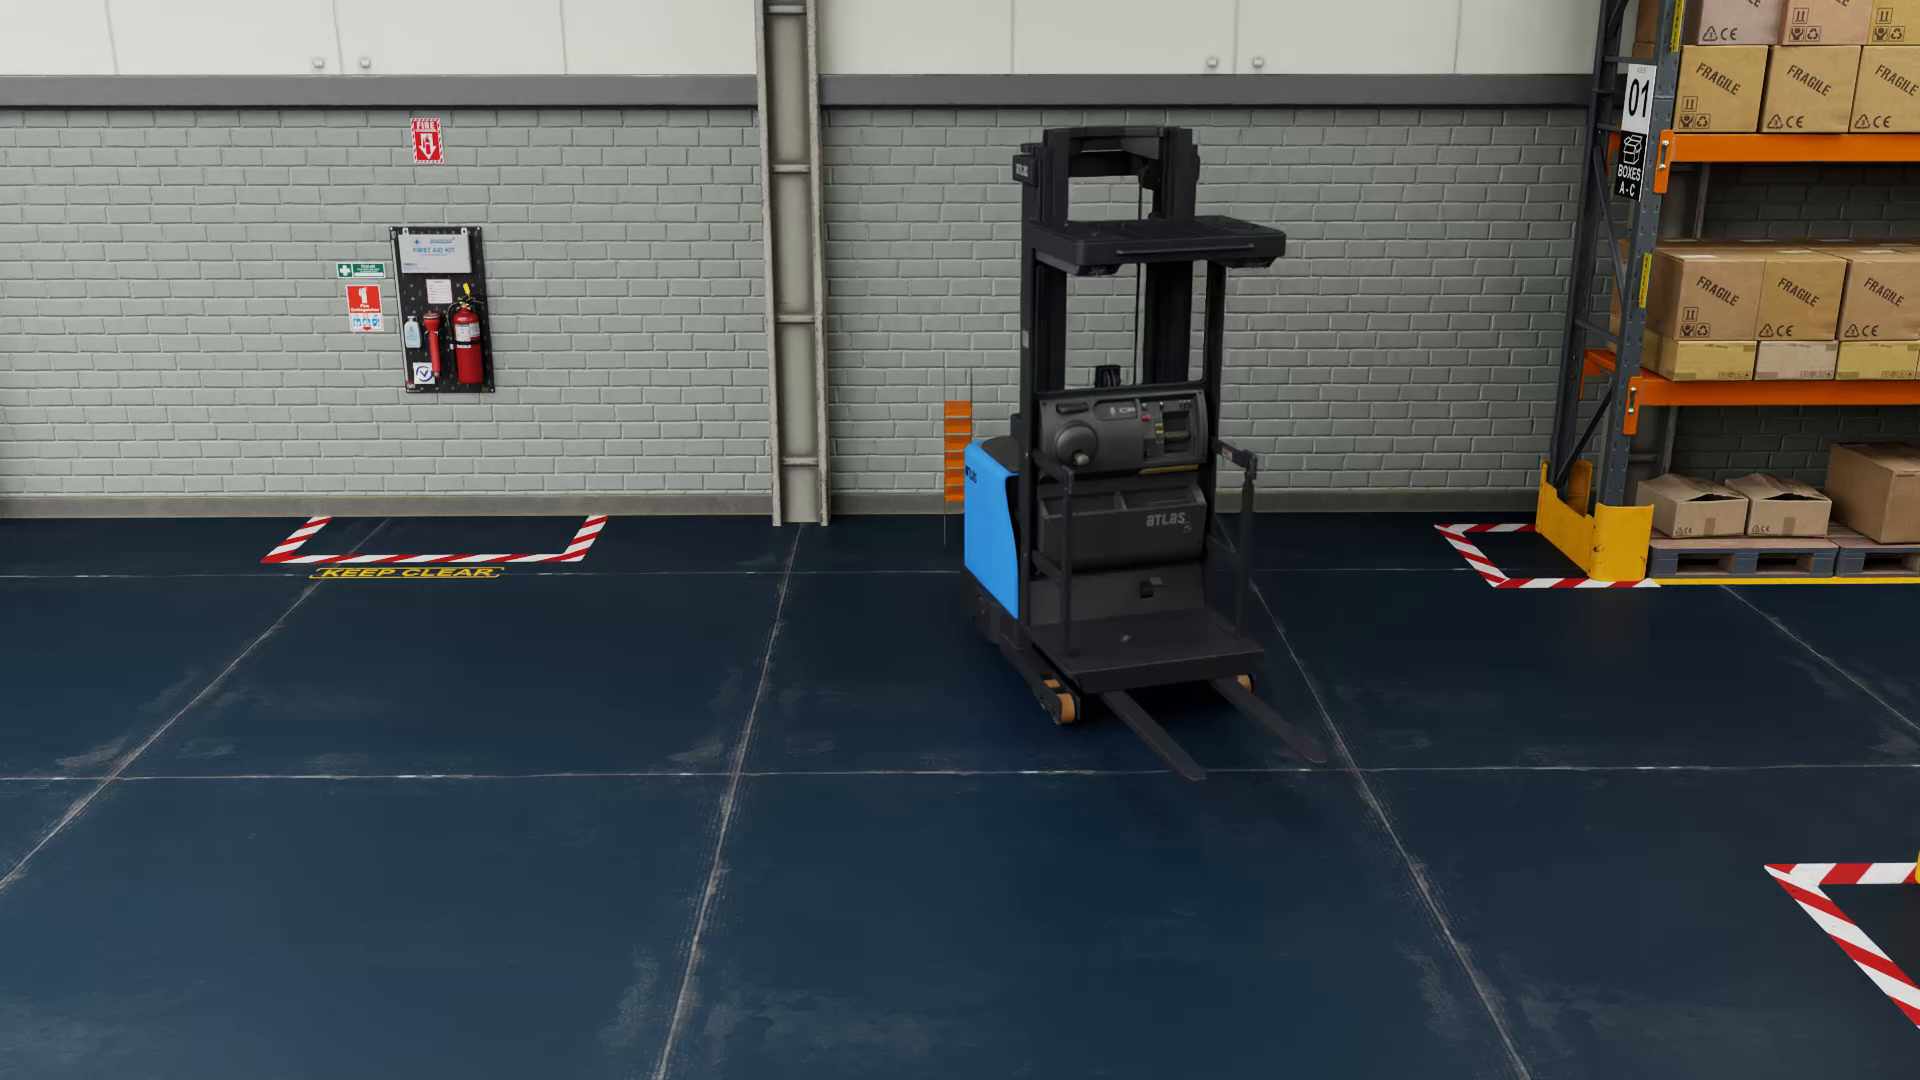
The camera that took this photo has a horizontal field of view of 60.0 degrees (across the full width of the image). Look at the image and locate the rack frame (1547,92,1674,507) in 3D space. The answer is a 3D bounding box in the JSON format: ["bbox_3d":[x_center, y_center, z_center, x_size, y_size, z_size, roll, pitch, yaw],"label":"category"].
[{"bbox_3d":[4.174,-1.339,10.810,0.127,3.000,1.000,0,18,-1],"label":"rack frame"}]

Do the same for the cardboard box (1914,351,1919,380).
[{"bbox_3d":[6.201,-1.191,10.563,0.500,0.250,0.500,0,18,0],"label":"cardboard box"}]

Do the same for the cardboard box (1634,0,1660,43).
[{"bbox_3d":[4.601,-3.382,10.436,0.500,0.500,0.500,1,18,2],"label":"cardboard box"}]

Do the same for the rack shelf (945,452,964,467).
[{"bbox_3d":[-0.014,-0.529,11.378,0.180,0.103,0.258,0,18,-1],"label":"rack shelf"}]

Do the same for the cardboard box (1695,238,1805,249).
[{"bbox_3d":[5.146,-1.700,10.923,0.500,0.500,0.500,0,18,0],"label":"cardboard box"}]

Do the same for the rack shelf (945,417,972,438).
[{"bbox_3d":[-0.014,-0.757,11.304,0.180,0.103,0.258,0,18,-1],"label":"rack shelf"}]

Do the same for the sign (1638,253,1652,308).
[{"bbox_3d":[4.183,-1.585,10.161,0.005,0.325,0.100,0,18,-1],"label":"sign"}]

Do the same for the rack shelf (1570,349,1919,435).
[{"bbox_3d":[6.174,-1.006,10.950,4.000,0.370,1.077,0,18,-1],"label":"rack shelf"}]

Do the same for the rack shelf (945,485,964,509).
[{"bbox_3d":[-0.014,-0.300,11.451,0.180,0.103,0.258,0,18,-1],"label":"rack shelf"}]

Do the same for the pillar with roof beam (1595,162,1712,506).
[{"bbox_3d":[4.929,-3.148,6.629,0.400,9.000,9.100,0,18,-1],"label":"pillar with roof beam"}]

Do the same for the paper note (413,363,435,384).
[{"bbox_3d":[-3.788,-1.178,11.750,0.142,0.148,0.016,0,18,-1],"label":"paper note"}]

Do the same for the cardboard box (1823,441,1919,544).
[{"bbox_3d":[6.172,-0.325,11.021,0.500,0.500,0.700,-1,18,-4],"label":"cardboard box"}]

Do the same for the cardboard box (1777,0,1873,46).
[{"bbox_3d":[5.066,-3.215,9.914,0.500,0.500,0.500,0,18,-1],"label":"cardboard box"}]

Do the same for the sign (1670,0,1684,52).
[{"bbox_3d":[4.183,-3.017,9.701,0.005,0.325,0.100,0,18,-1],"label":"sign"}]

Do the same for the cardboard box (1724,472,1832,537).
[{"bbox_3d":[5.438,-0.246,11.086,0.500,0.311,0.500,1,18,4],"label":"cardboard box"}]

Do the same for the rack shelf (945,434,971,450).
[{"bbox_3d":[-0.014,-0.643,11.341,0.180,0.103,0.258,0,18,-1],"label":"rack shelf"}]

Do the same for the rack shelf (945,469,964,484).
[{"bbox_3d":[-0.014,-0.415,11.414,0.180,0.103,0.258,0,18,-1],"label":"rack shelf"}]

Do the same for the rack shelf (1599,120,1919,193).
[{"bbox_3d":[6.174,-2.434,10.491,4.000,0.370,1.077,0,18,-1],"label":"rack shelf"}]

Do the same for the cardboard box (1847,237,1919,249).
[{"bbox_3d":[6.166,-1.707,10.942,0.500,0.500,0.500,0,18,0],"label":"cardboard box"}]

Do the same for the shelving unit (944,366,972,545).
[{"bbox_3d":[-0.014,-0.571,11.364,0.189,1.200,0.258,0,18,-1],"label":"shelving unit"}]

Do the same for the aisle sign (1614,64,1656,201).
[{"bbox_3d":[4.107,-2.484,10.126,0.004,0.787,0.394,0,18,-1],"label":"aisle sign"}]

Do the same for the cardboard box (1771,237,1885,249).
[{"bbox_3d":[5.663,-1.704,10.934,0.500,0.500,0.500,-1,18,-2],"label":"cardboard box"}]

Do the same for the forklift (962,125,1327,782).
[{"bbox_3d":[0.928,-0.577,8.547,1.130,2.935,3.031,-5,19,-16],"label":"forklift"}]

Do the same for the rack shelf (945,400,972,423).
[{"bbox_3d":[-0.014,-0.872,11.268,0.180,0.103,0.258,0,18,-1],"label":"rack shelf"}]

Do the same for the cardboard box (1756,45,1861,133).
[{"bbox_3d":[5.050,-2.741,10.074,0.500,0.500,0.500,1,18,3],"label":"cardboard box"}]

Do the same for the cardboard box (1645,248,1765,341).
[{"bbox_3d":[4.656,-1.544,10.436,0.500,0.500,0.500,0,18,-1],"label":"cardboard box"}]

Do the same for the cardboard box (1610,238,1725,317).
[{"bbox_3d":[4.642,-1.701,10.924,0.500,0.500,0.500,0,18,-1],"label":"cardboard box"}]

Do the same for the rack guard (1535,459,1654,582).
[{"bbox_3d":[4.250,-0.149,11.193,0.348,0.500,1.175,0,18,-1],"label":"rack guard"}]

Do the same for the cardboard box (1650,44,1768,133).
[{"bbox_3d":[4.513,-2.749,10.100,0.500,0.500,0.500,0,18,1],"label":"cardboard box"}]

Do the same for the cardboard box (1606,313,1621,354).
[{"bbox_3d":[4.639,-1.338,11.021,0.500,0.250,0.500,0,18,0],"label":"cardboard box"}]

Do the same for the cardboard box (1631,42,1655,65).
[{"bbox_3d":[4.588,-2.903,10.580,0.500,0.500,0.500,1,18,3],"label":"cardboard box"}]

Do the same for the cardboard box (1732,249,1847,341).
[{"bbox_3d":[5.151,-1.544,10.434,0.500,0.500,0.500,0,18,-1],"label":"cardboard box"}]

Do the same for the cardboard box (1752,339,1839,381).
[{"bbox_3d":[5.186,-1.189,10.556,0.500,0.250,0.500,-1,18,-3],"label":"cardboard box"}]

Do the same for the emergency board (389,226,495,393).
[{"bbox_3d":[-3.610,-1.577,11.553,0.643,1.169,0.194,0,18,-1],"label":"emergency board"}]

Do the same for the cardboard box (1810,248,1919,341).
[{"bbox_3d":[5.667,-1.544,10.436,0.500,0.500,0.500,-1,18,-3],"label":"cardboard box"}]

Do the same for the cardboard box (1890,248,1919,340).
[{"bbox_3d":[6.183,-1.550,10.455,0.500,0.500,0.500,0,18,1],"label":"cardboard box"}]

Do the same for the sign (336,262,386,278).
[{"bbox_3d":[-4.160,-1.872,11.548,0.331,0.109,0.001,0,18,-1],"label":"sign"}]

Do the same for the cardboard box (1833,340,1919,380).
[{"bbox_3d":[5.696,-1.190,10.558,0.500,0.250,0.500,-1,18,-2],"label":"cardboard box"}]

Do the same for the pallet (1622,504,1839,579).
[{"bbox_3d":[5.063,-0.004,11.215,1.213,0.211,1.003,0,18,-1],"label":"pallet"}]

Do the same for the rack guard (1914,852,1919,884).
[{"bbox_3d":[4.232,1.365,6.475,0.348,0.500,1.175,0,18,-1],"label":"rack guard"}]

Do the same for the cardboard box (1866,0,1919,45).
[{"bbox_3d":[5.578,-3.221,9.933,0.500,0.500,0.500,0,18,1],"label":"cardboard box"}]

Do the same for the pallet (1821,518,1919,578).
[{"bbox_3d":[6.280,-0.009,11.231,1.213,0.211,1.003,0,18,-1],"label":"pallet"}]

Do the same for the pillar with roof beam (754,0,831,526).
[{"bbox_3d":[-1.071,-3.119,6.538,0.400,9.000,9.100,0,18,-1],"label":"pillar with roof beam"}]

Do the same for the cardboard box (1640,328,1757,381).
[{"bbox_3d":[4.667,-1.182,10.534,0.500,0.250,0.500,-1,18,-2],"label":"cardboard box"}]

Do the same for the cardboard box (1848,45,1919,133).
[{"bbox_3d":[5.569,-2.745,10.086,0.500,0.500,0.500,1,18,2],"label":"cardboard box"}]

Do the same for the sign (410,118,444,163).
[{"bbox_3d":[-3.620,-2.711,11.293,0.199,0.298,0.001,0,18,-1],"label":"sign"}]

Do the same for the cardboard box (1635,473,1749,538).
[{"bbox_3d":[4.868,-0.244,11.078,0.500,0.311,0.500,-2,18,-7],"label":"cardboard box"}]

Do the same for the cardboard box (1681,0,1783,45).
[{"bbox_3d":[4.563,-3.228,9.955,0.500,0.500,0.500,-2,18,-5],"label":"cardboard box"}]

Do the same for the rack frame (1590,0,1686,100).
[{"bbox_3d":[4.174,-4.195,9.893,0.127,3.000,1.000,0,18,-1],"label":"rack frame"}]

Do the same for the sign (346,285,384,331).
[{"bbox_3d":[-4.165,-1.623,11.637,0.234,0.329,0.001,0,18,-1],"label":"sign"}]
